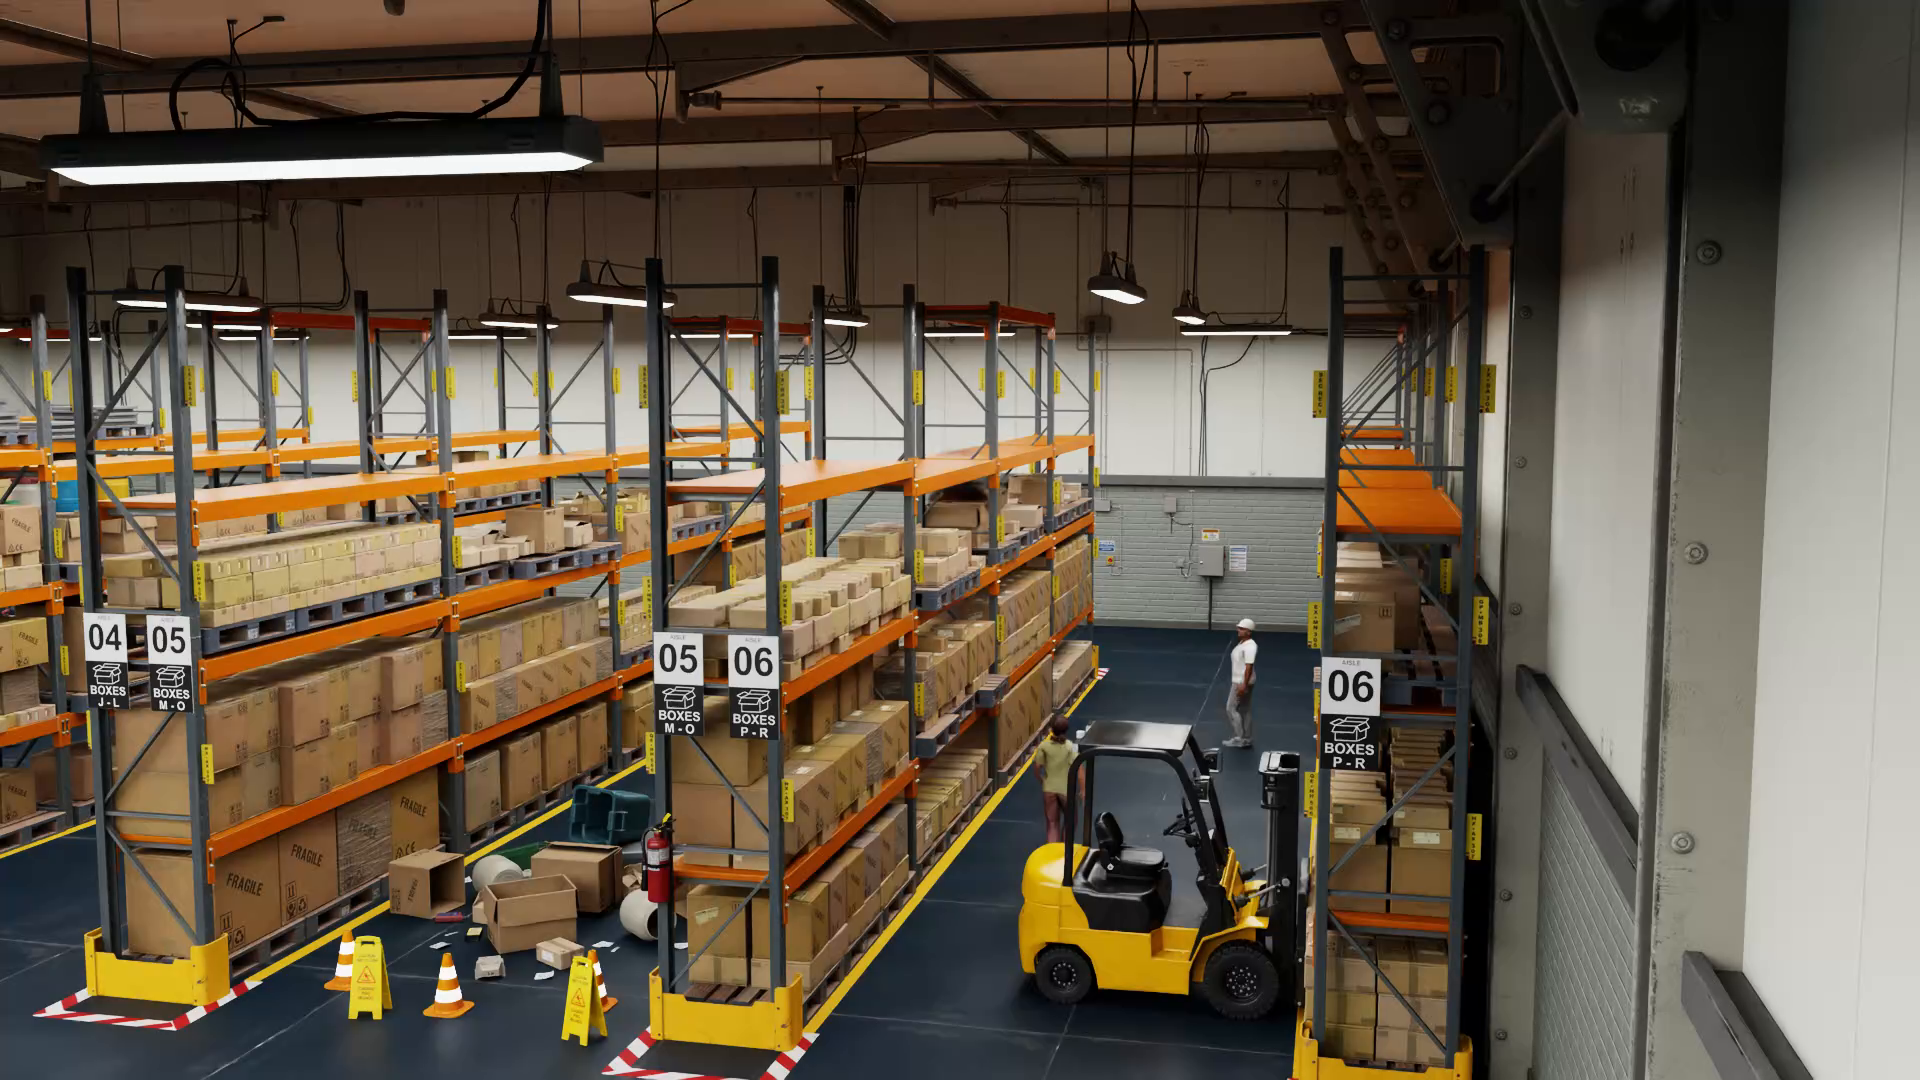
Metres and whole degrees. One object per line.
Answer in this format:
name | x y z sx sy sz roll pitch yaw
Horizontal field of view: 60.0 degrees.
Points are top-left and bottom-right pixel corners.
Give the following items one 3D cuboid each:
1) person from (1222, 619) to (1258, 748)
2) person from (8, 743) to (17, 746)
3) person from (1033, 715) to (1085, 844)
person | 3.889 1.976 22.936 0.454 1.767 0.644 2 6 21
person | -13.237 2.005 22.849 0.475 1.684 0.477 -4 7 -36
person | 1.022 2.647 17.131 0.559 1.691 0.662 1 6 12
